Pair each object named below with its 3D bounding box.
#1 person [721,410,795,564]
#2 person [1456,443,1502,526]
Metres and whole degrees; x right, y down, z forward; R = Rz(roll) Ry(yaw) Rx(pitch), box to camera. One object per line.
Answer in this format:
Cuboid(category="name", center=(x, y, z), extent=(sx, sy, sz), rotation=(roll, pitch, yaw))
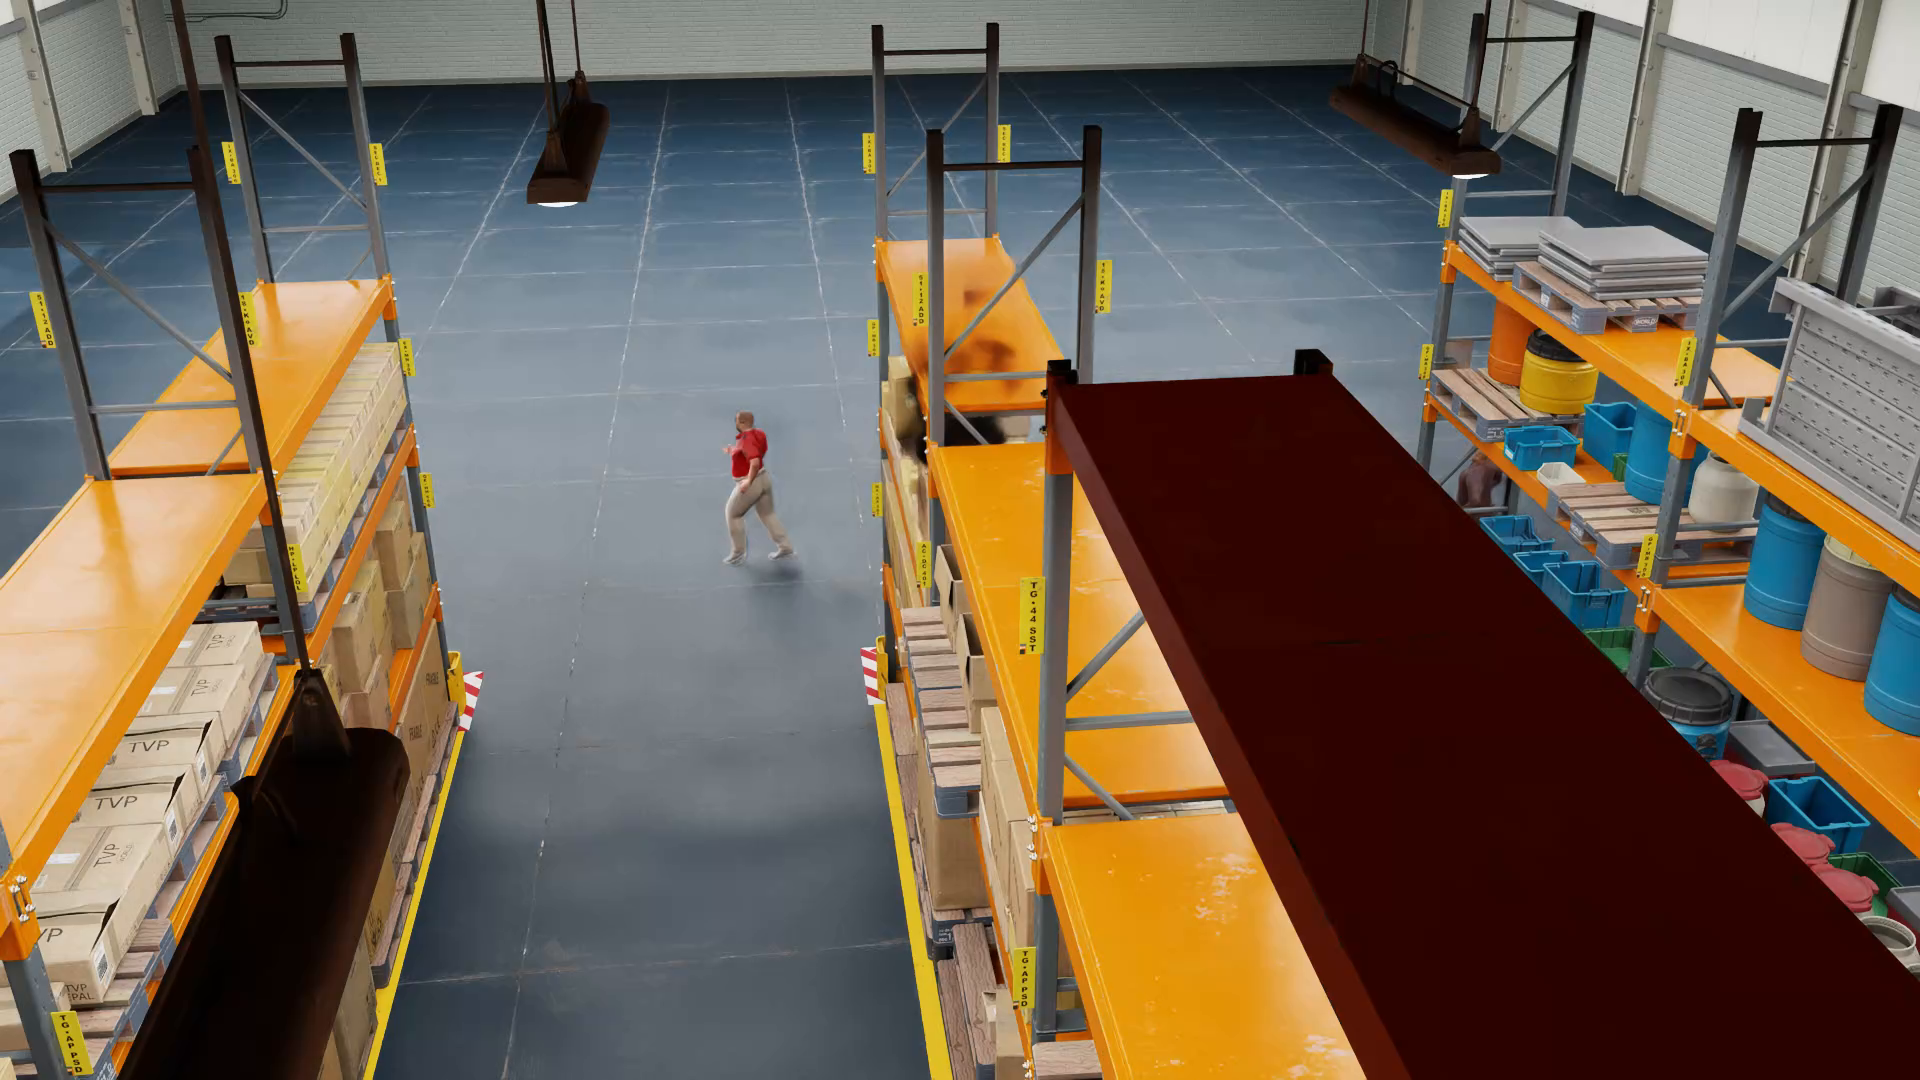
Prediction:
Cuboid(category="person", center=(-2.194, -0.531, 17.635), extent=(0.866, 1.786, 0.603), rotation=(13, 28, 25))
Cuboid(category="person", center=(5.235, -0.223, 16.934), extent=(0.911, 1.748, 0.774), rotation=(20, 32, 35))
